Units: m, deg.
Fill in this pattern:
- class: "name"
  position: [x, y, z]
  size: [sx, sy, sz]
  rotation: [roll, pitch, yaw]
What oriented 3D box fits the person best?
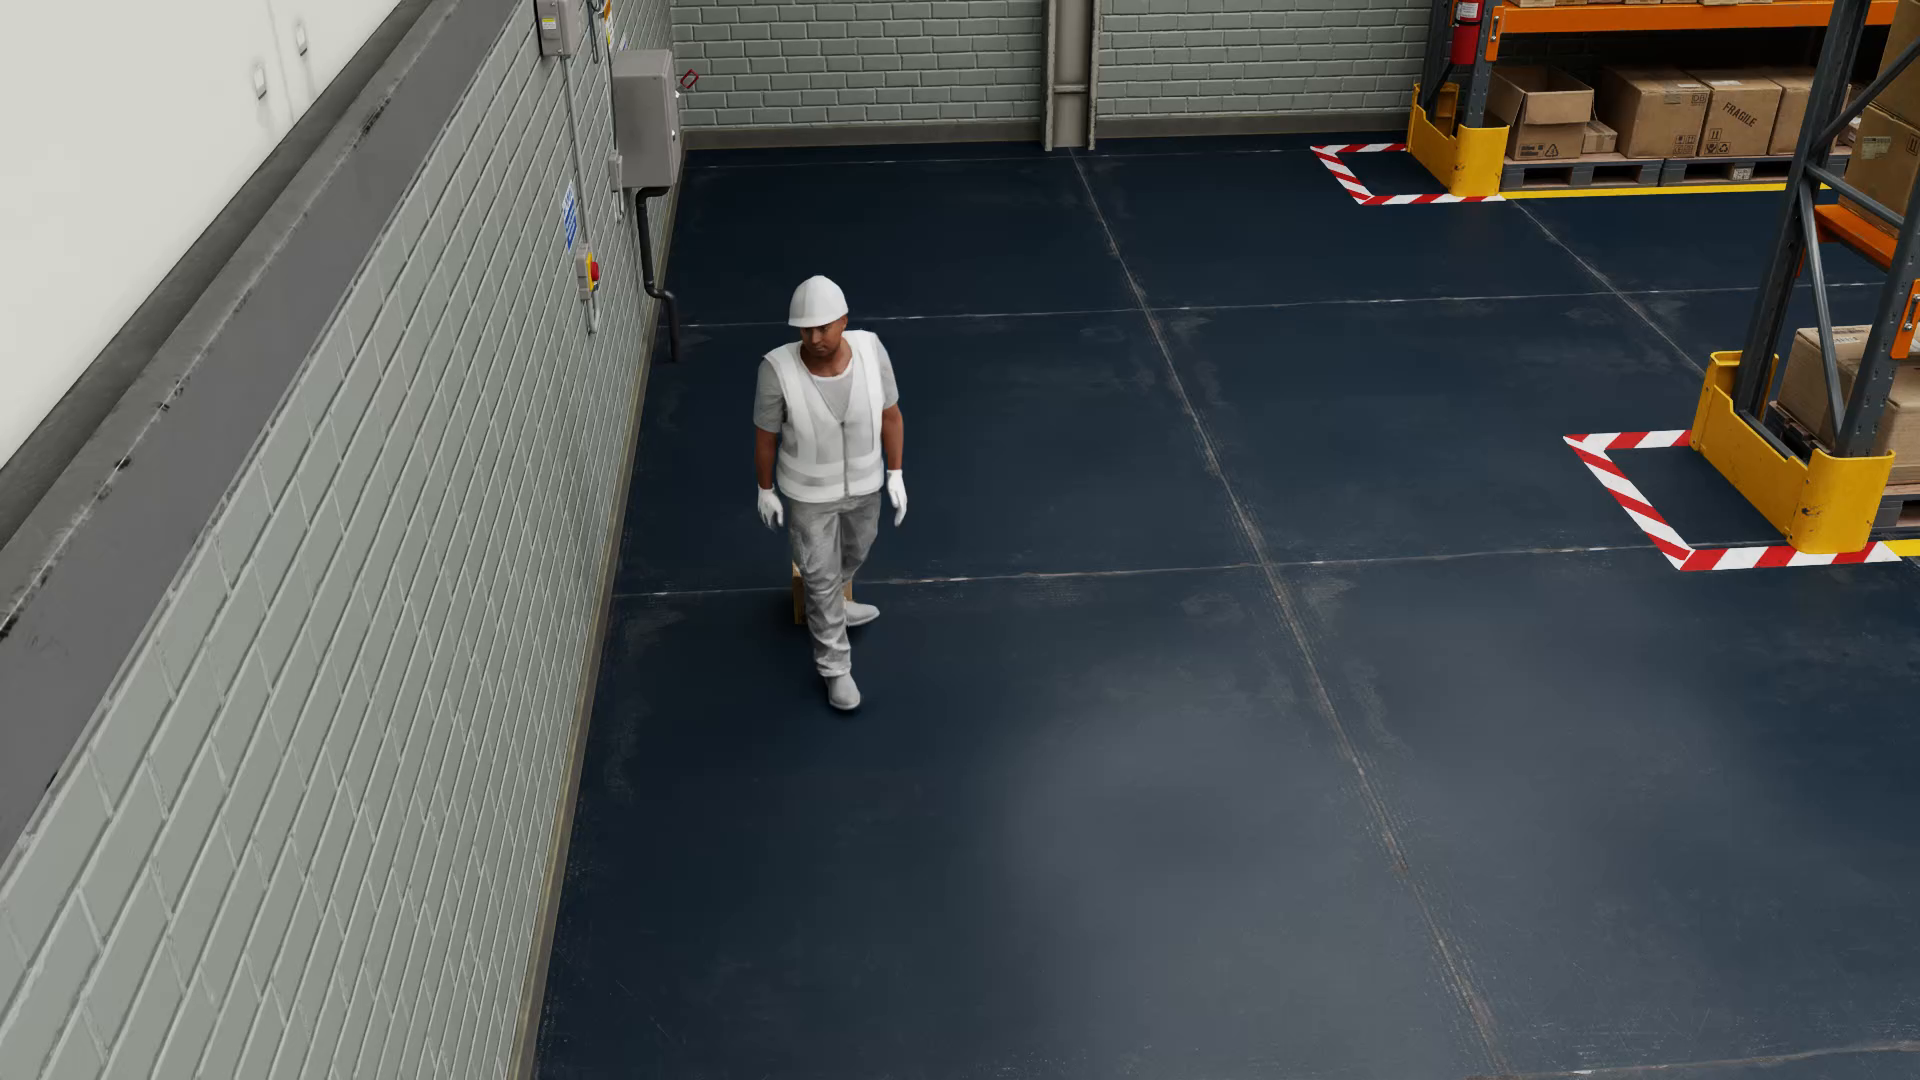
- class: "person"
  position: [-0.521, -0.233, 6.506]
  size: [0.571, 1.784, 0.701]
  rotation: [-14, 34, -23]
